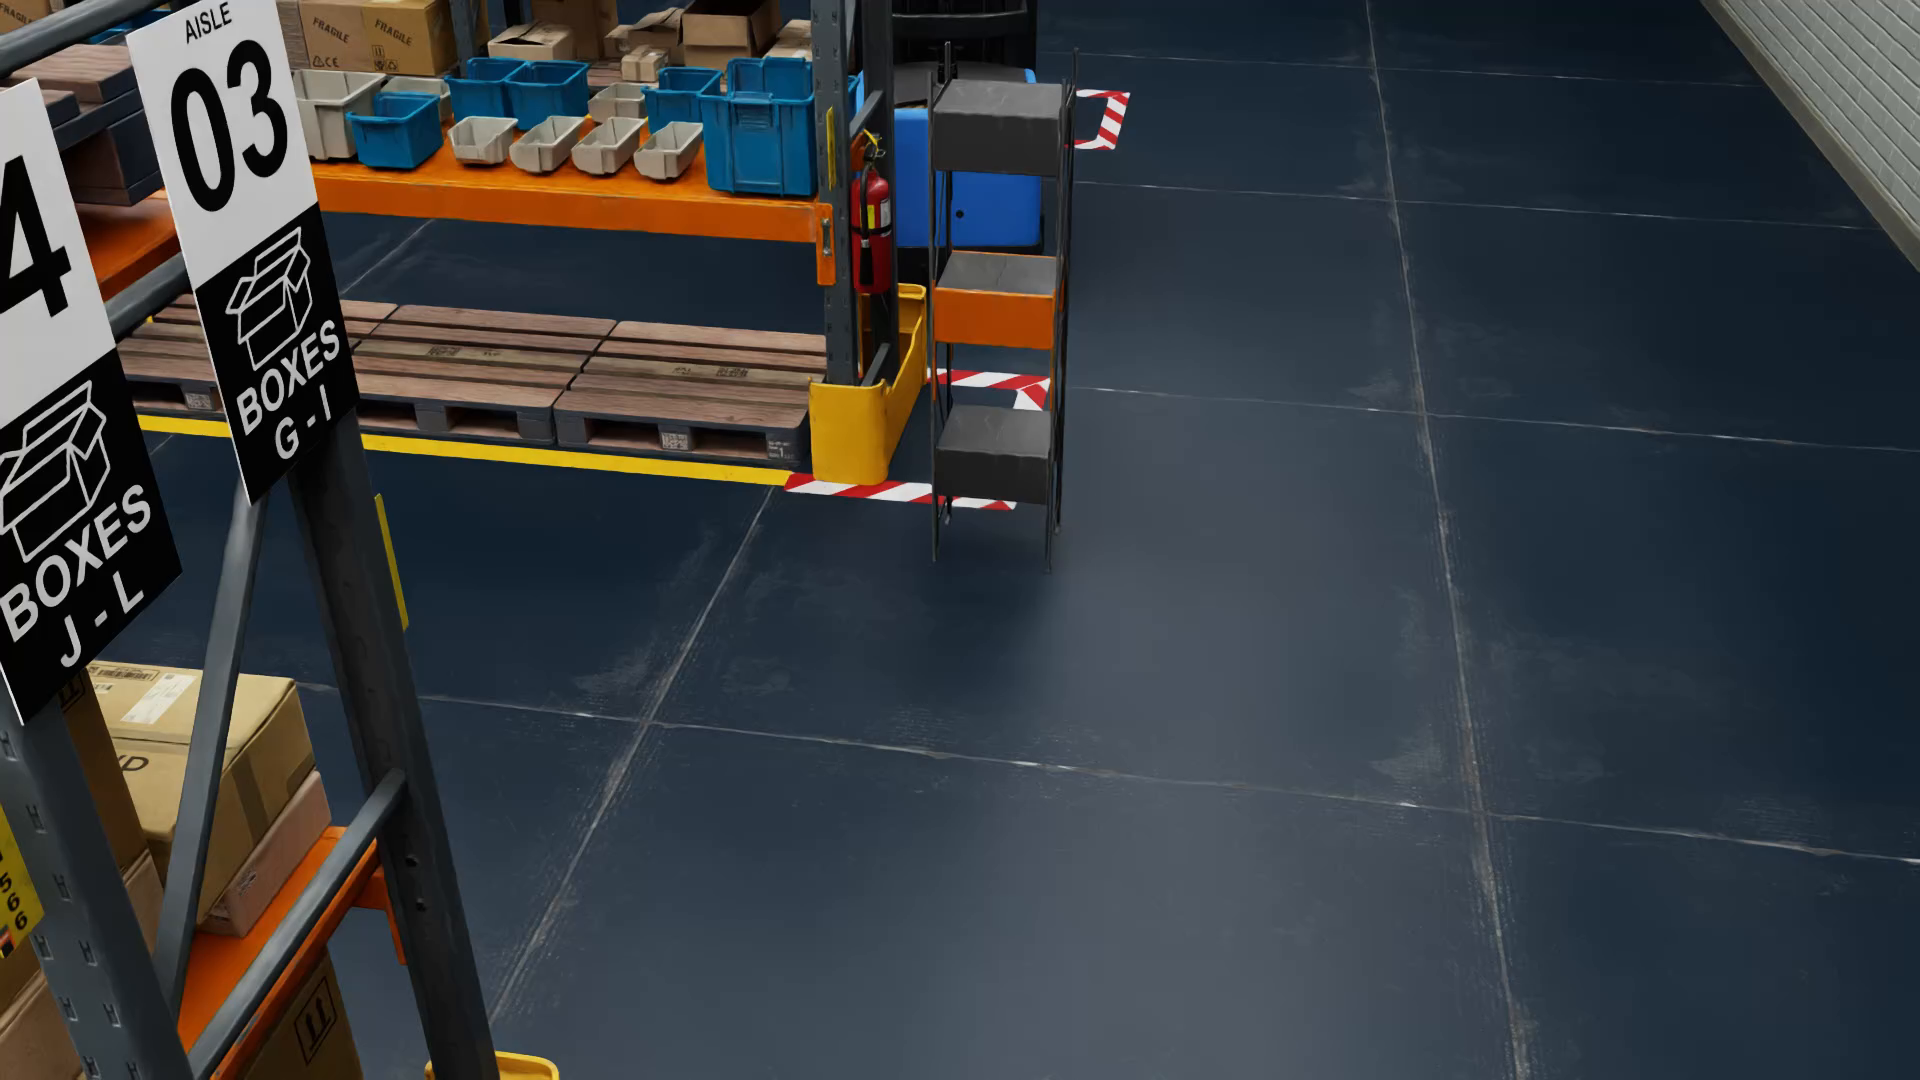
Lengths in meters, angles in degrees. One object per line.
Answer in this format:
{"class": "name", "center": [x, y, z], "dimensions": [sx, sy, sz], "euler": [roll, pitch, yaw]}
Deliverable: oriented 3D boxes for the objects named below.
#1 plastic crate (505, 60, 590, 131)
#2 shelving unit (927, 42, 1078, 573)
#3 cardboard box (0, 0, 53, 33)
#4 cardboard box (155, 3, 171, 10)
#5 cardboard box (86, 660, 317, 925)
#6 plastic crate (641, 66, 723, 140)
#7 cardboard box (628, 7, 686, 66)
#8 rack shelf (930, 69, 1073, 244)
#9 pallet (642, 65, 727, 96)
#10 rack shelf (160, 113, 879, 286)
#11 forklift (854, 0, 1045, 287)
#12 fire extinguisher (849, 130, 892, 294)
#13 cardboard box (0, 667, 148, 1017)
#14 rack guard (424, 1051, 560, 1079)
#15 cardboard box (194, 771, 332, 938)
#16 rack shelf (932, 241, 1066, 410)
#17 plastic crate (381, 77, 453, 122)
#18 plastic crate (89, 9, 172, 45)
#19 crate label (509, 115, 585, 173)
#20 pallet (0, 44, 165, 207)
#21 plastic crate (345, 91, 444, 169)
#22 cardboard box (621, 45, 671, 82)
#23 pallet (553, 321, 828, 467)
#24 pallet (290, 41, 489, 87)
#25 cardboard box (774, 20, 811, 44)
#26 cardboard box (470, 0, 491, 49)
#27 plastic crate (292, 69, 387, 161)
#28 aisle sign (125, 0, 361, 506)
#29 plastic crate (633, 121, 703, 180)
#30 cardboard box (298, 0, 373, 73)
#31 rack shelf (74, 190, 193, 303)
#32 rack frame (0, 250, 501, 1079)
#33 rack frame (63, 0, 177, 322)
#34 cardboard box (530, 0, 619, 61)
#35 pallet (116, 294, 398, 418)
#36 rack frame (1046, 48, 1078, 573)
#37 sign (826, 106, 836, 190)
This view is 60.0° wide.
{"class": "plastic crate", "center": [-1.938, -2.098, 7.876], "dimensions": [0.300, 0.233, 0.416], "euler": [5, 32, 8]}
{"class": "shelving unit", "center": [0.163, -0.875, 6.669], "dimensions": [0.503, 2.100, 0.431], "euler": [5, 32, 8]}
{"class": "cardboard box", "center": [-7.101, -4.073, 12.871], "dimensions": [0.500, 0.500, 0.500], "euler": [7, 33, 10]}
{"class": "cardboard box", "center": [-6.090, -3.982, 12.725], "dimensions": [0.500, 0.500, 0.500], "euler": [5, 32, 8]}
{"class": "cardboard box", "center": [-1.713, 0.512, 3.465], "dimensions": [0.500, 0.250, 0.500], "euler": [4, 32, 7]}
{"class": "plastic crate", "center": [-1.289, -2.039, 7.782], "dimensions": [0.300, 0.233, 0.416], "euler": [5, 32, 8]}
{"class": "cardboard box", "center": [-2.210, -3.856, 12.703], "dimensions": [0.500, 0.311, 0.500], "euler": [5, 32, 8]}
{"class": "rack shelf", "center": [0.163, -1.457, 6.305], "dimensions": [0.480, 0.518, 0.431], "euler": [5, 32, 8]}
{"class": "pallet", "center": [-1.675, -3.427, 12.527], "dimensions": [1.213, 0.211, 1.003], "euler": [5, 32, 8]}
{"class": "rack shelf", "center": [-2.424, -1.705, 7.825], "dimensions": [4.000, 0.370, 1.077], "euler": [5, 32, 8]}
{"class": "forklift", "center": [-0.094, -3.416, 9.946], "dimensions": [1.130, 2.935, 3.031], "euler": [-1, 32, -1]}
{"class": "fire extinguisher", "center": [-0.380, -1.390, 7.067], "dimensions": [0.183, 0.674, 0.296], "euler": [5, 32, 8]}
{"class": "cardboard box", "center": [-1.810, 0.472, 2.822], "dimensions": [0.500, 0.500, 0.500], "euler": [6, 32, 9]}
{"class": "rack guard", "center": [-1.262, 1.821, 3.870], "dimensions": [0.348, 0.500, 1.175], "euler": [5, 32, 8]}
{"class": "cardboard box", "center": [-1.580, 0.661, 3.604], "dimensions": [0.250, 0.149, 0.380], "euler": [6, 32, 9]}
{"class": "rack shelf", "center": [0.163, -0.864, 6.677], "dimensions": [0.480, 0.518, 0.431], "euler": [5, 32, 8]}
{"class": "plastic crate", "center": [-2.628, -2.104, 7.976], "dimensions": [0.466, 0.136, 0.293], "euler": [5, 32, 8]}
{"class": "plastic crate", "center": [-3.878, -2.344, 8.126], "dimensions": [0.575, 0.384, 0.392], "euler": [5, 32, 8]}
{"class": "crate label", "center": [-1.849, -1.769, 7.441], "dimensions": [0.243, 0.136, 0.396], "euler": [5, 32, 8]}
{"class": "pallet", "center": [-2.019, -0.536, 2.535], "dimensions": [1.213, 0.211, 1.003], "euler": [5, 32, 8]}
{"class": "plastic crate", "center": [-2.520, -1.835, 7.456], "dimensions": [0.300, 0.233, 0.416], "euler": [5, 32, 8]}
{"class": "cardboard box", "center": [-2.327, -3.542, 12.337], "dimensions": [0.250, 0.166, 0.380], "euler": [5, 32, 8]}
{"class": "pallet", "center": [-1.259, -0.744, 8.239], "dimensions": [1.213, 0.211, 1.003], "euler": [5, 32, 8]}
{"class": "pallet", "center": [-4.367, -3.650, 12.882], "dimensions": [1.213, 0.211, 1.003], "euler": [5, 32, 8]}
{"class": "cardboard box", "center": [-1.089, -3.729, 12.557], "dimensions": [0.500, 0.250, 0.500], "euler": [5, 32, 8]}
{"class": "cardboard box", "center": [-3.994, -4.077, 12.877], "dimensions": [0.500, 0.500, 0.500], "euler": [4, 32, 6]}
{"class": "plastic crate", "center": [-2.921, -1.931, 7.563], "dimensions": [0.530, 0.282, 0.437], "euler": [5, 32, 8]}
{"class": "aisle sign", "center": [-1.164, -0.494, 2.761], "dimensions": [0.004, 0.787, 0.394], "euler": [5, 32, 8]}
{"class": "plastic crate", "center": [-1.287, -1.723, 7.368], "dimensions": [0.243, 0.136, 0.396], "euler": [5, 32, 8]}
{"class": "cardboard box", "center": [-4.579, -3.849, 12.513], "dimensions": [0.500, 0.500, 0.500], "euler": [5, 32, 8]}
{"class": "rack shelf", "center": [-3.257, -0.386, 2.891], "dimensions": [4.000, 0.370, 1.077], "euler": [5, 32, 8]}
{"class": "rack frame", "center": [-1.286, 0.759, 3.211], "dimensions": [0.127, 3.000, 1.000], "euler": [5, 32, 8]}
{"class": "rack frame", "center": [-4.395, -2.189, 7.919], "dimensions": [0.127, 3.000, 1.000], "euler": [5, 32, 8]}
{"class": "cardboard box", "center": [-2.949, -4.003, 12.760], "dimensions": [0.500, 0.500, 0.500], "euler": [5, 32, 8]}
{"class": "pallet", "center": [-3.664, -0.961, 8.587], "dimensions": [1.213, 0.211, 1.003], "euler": [5, 32, 8]}
{"class": "rack frame", "center": [0.404, -0.853, 6.634], "dimensions": [0.015, 2.100, 0.400], "euler": [5, 32, 8]}
{"class": "sign", "center": [-0.529, -1.612, 6.844], "dimensions": [0.005, 0.325, 0.100], "euler": [5, 32, 8]}
